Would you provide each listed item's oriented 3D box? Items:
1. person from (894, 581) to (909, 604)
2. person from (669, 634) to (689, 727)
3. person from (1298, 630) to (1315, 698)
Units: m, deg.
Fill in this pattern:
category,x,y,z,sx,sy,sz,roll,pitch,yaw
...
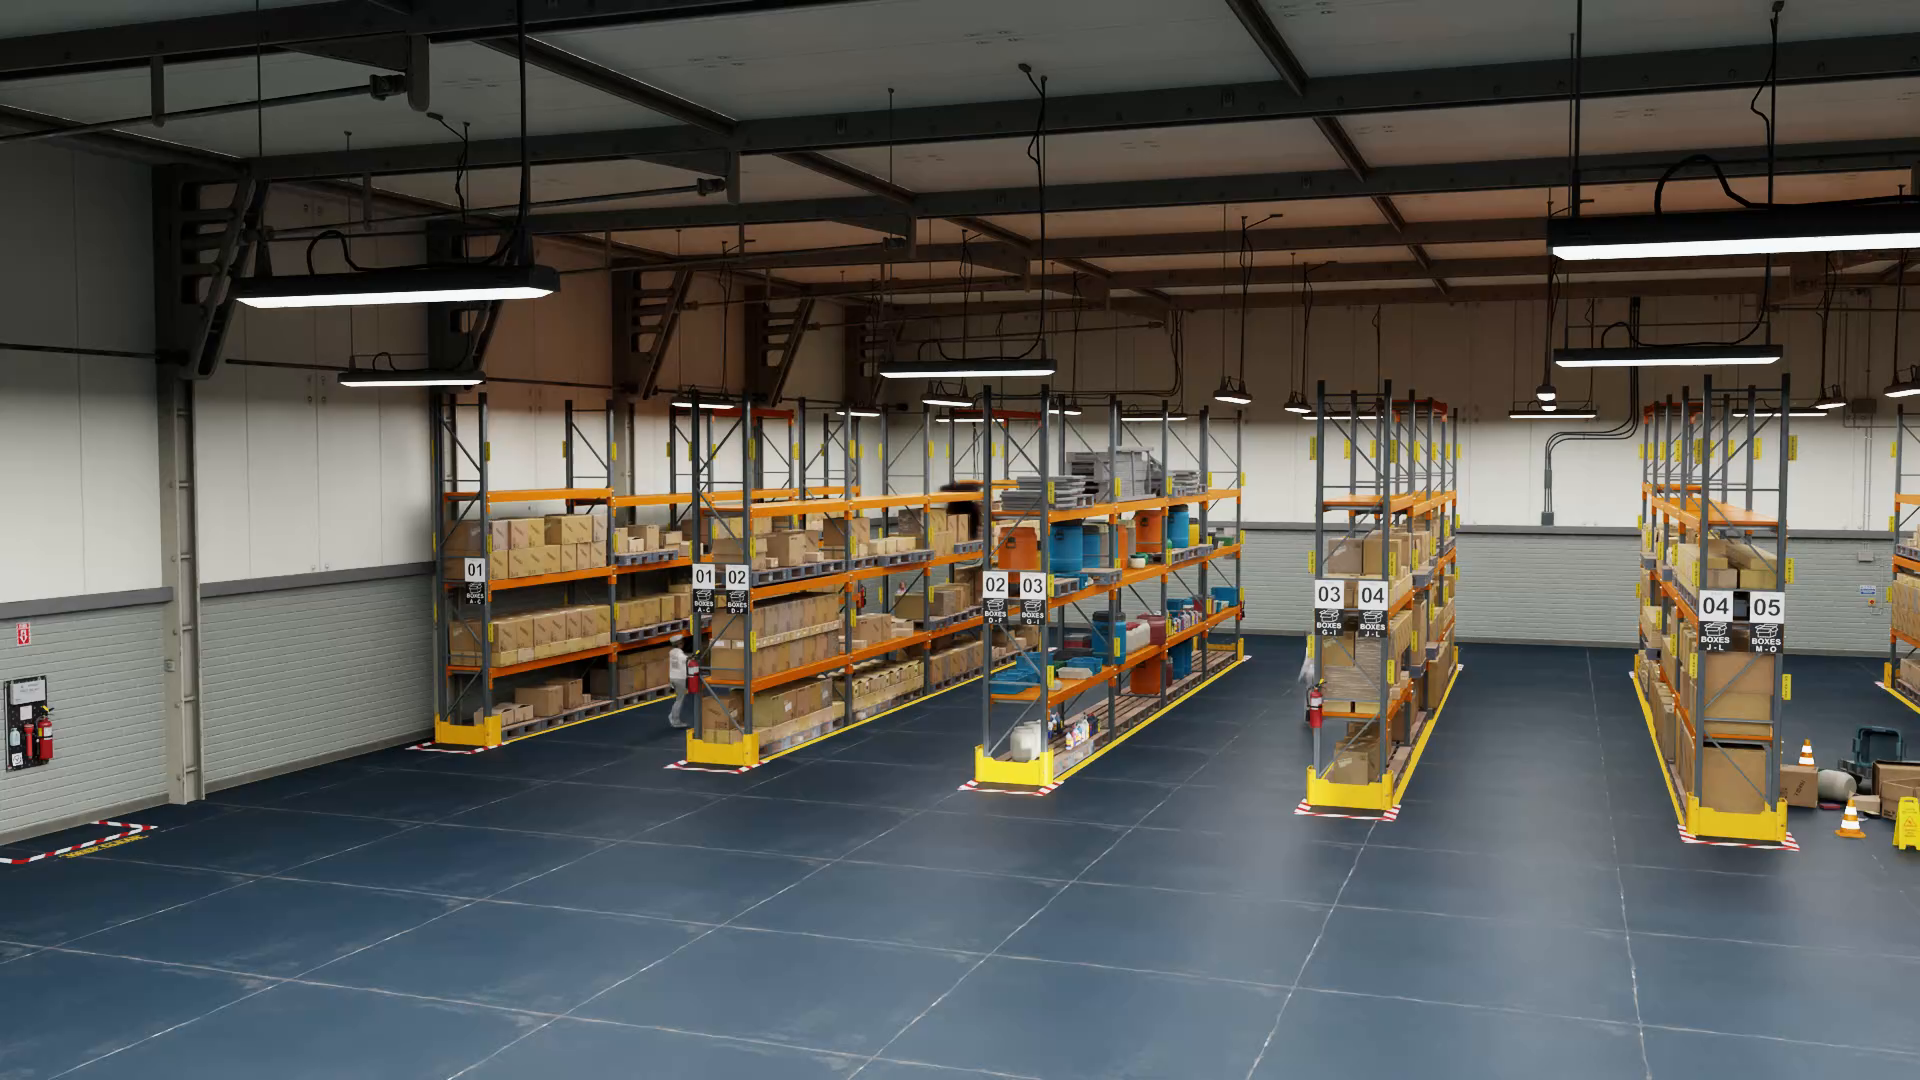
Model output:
category,x,y,z,sx,sy,sz,roll,pitch,yaw
person,-1.542,1.874,44.110,0.414,1.529,0.853,0,3,-6
person,-5.045,2.545,30.079,0.407,1.695,0.499,-2,4,-37
person,6.548,2.539,30.798,0.530,1.745,0.516,-1,3,-19
